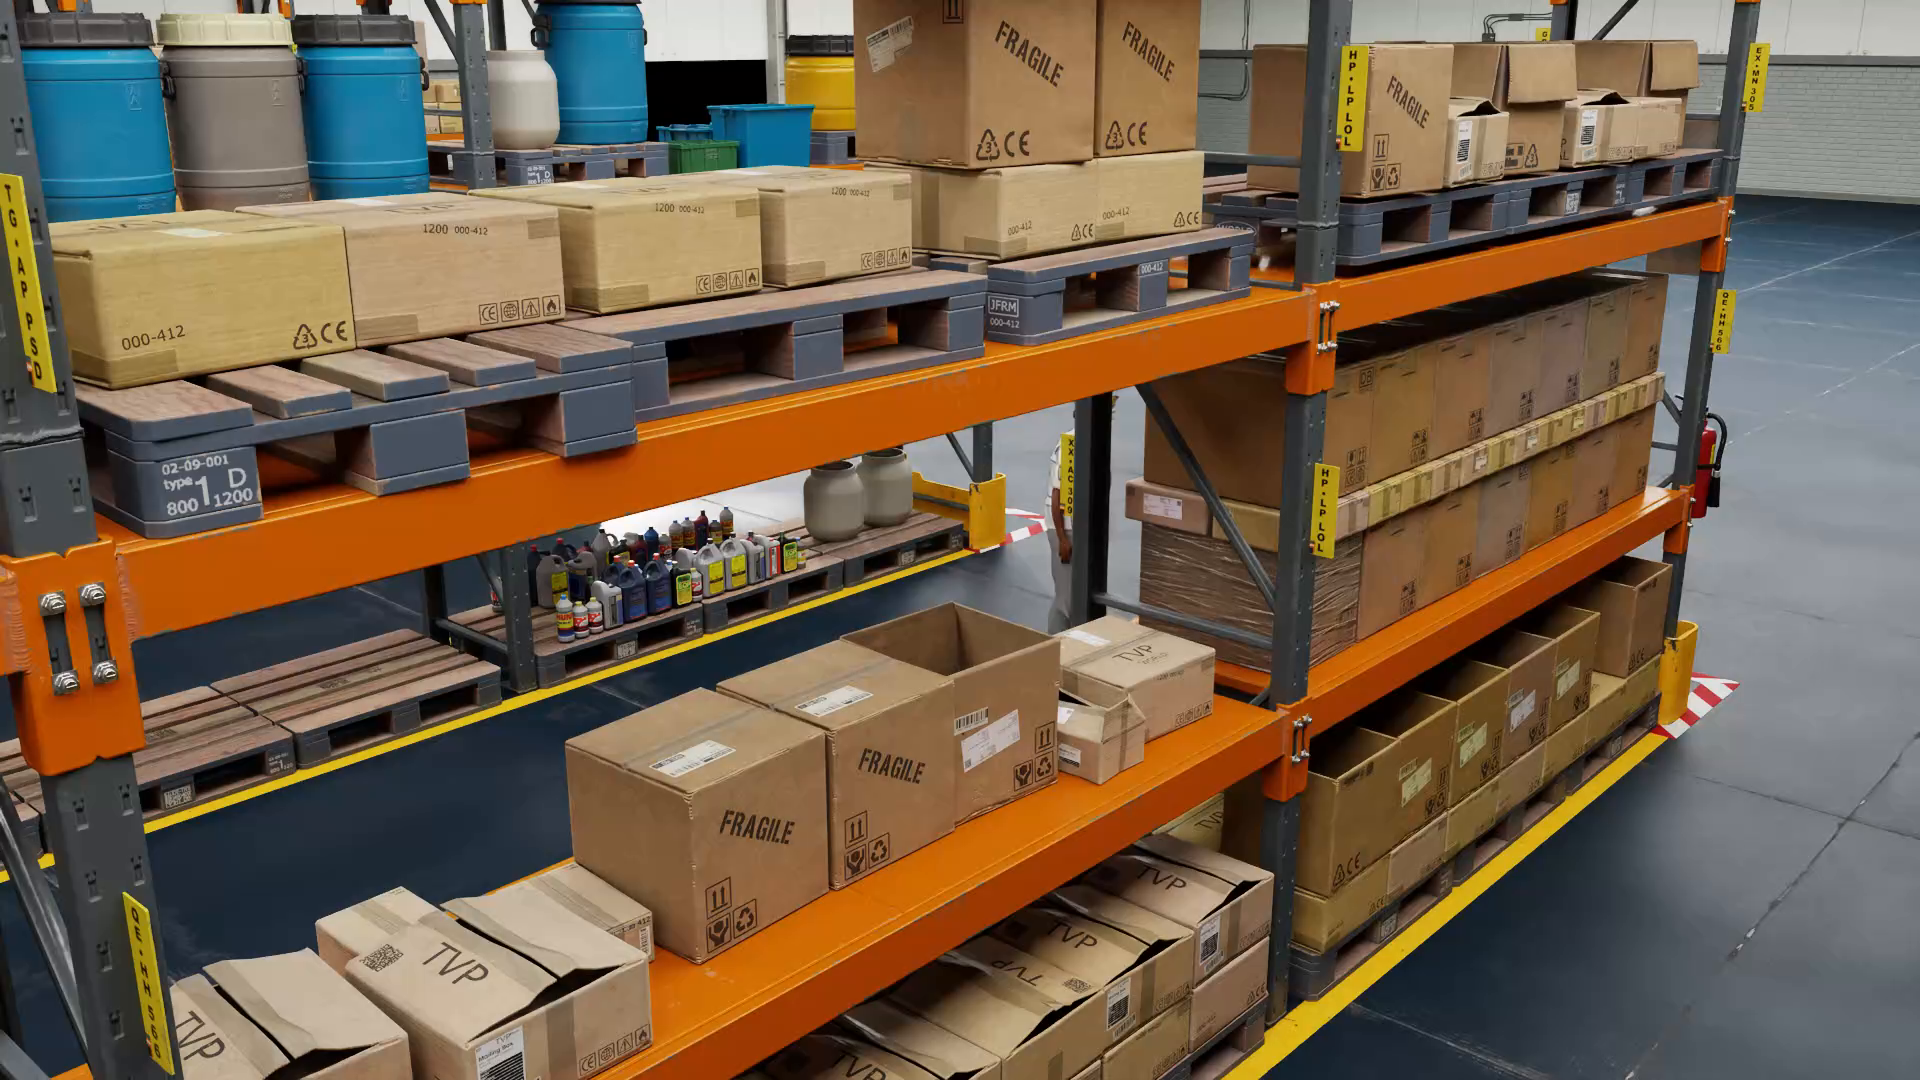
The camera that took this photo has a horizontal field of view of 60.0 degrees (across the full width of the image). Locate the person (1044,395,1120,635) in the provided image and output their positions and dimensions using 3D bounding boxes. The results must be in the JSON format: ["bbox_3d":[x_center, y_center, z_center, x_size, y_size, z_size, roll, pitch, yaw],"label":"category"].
[{"bbox_3d":[0.702,-0.046,9.694,0.397,1.658,0.527,13,21,36],"label":"person"}]
